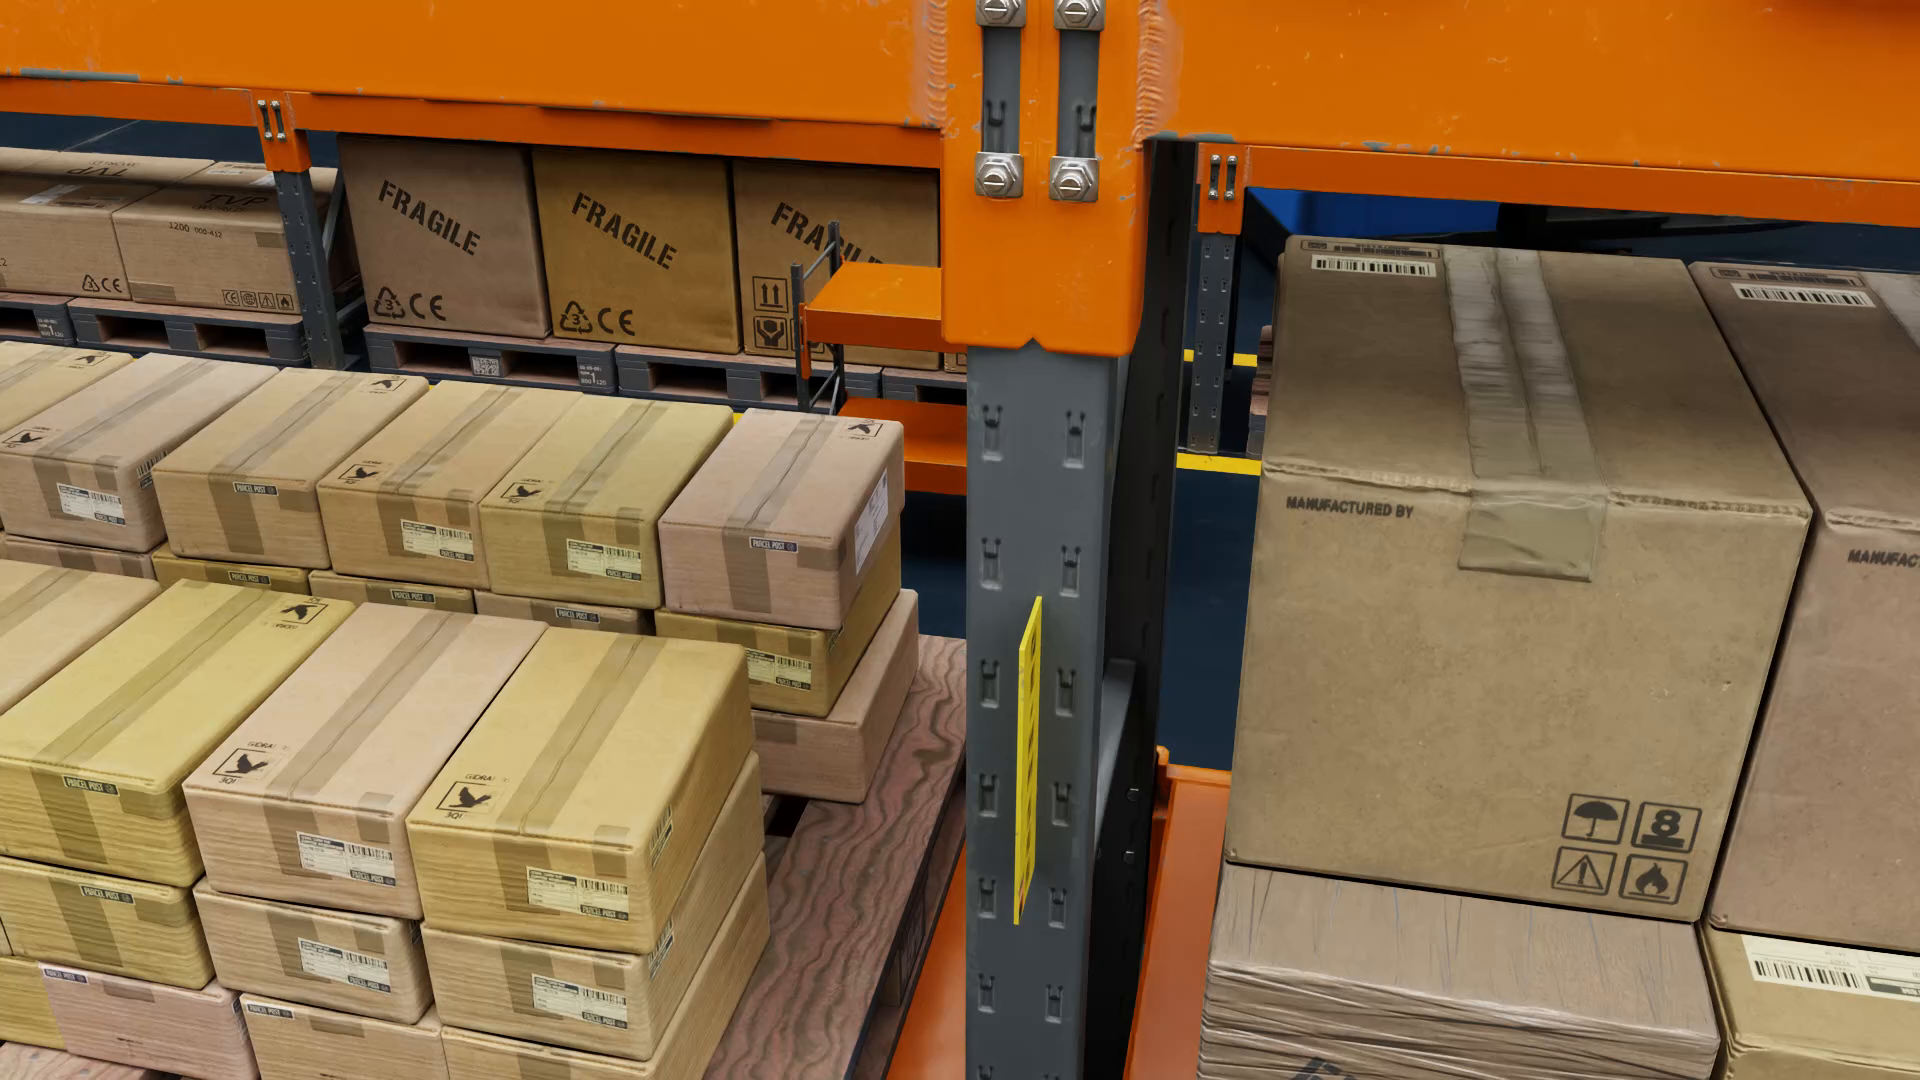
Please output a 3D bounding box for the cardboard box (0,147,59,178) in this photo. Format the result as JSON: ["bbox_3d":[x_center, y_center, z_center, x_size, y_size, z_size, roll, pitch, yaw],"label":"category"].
[{"bbox_3d":[-5.156,-1.657,8.384,0.875,0.438,0.875,7,29,12],"label":"cardboard box"}]

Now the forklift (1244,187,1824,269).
[{"bbox_3d":[3.117,-2.867,8.434,3.031,2.935,1.130,-4,29,-7],"label":"forklift"}]

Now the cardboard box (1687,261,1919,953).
[{"bbox_3d":[1.102,0.051,1.888,0.500,0.500,0.700,5,29,10],"label":"cardboard box"}]

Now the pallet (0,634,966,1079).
[{"bbox_3d":[-0.549,0.496,2.420,1.003,0.211,1.213,6,29,11],"label":"pallet"}]

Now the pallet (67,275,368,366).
[{"bbox_3d":[-3.534,-1.192,8.208,1.213,0.211,1.003,6,29,11],"label":"pallet"}]

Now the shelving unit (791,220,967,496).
[{"bbox_3d":[-0.007,-0.494,5.981,1.048,1.125,0.538,6,29,11],"label":"shelving unit"}]

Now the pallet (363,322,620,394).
[{"bbox_3d":[-2.037,-1.037,7.925,1.213,0.211,1.003,6,29,11],"label":"pallet"}]

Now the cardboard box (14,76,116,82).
[{"bbox_3d":[-3.818,-2.322,7.263,0.500,0.500,0.500,5,29,9],"label":"cardboard box"}]

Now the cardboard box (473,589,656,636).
[{"bbox_3d":[-0.527,0.060,2.531,0.250,0.149,0.380,7,30,13],"label":"cardboard box"}]

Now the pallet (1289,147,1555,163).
[{"bbox_3d":[1.824,-1.796,6.606,1.003,0.211,1.213,6,29,11],"label":"pallet"}]

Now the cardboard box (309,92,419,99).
[{"bbox_3d":[-2.432,-2.069,7.061,0.500,0.250,0.500,5,29,9],"label":"cardboard box"}]

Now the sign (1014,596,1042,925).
[{"bbox_3d":[0.066,0.216,1.608,0.005,0.325,0.100,6,29,11],"label":"sign"}]

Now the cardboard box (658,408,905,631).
[{"bbox_3d":[-0.246,-0.039,2.403,0.250,0.149,0.380,6,29,11],"label":"cardboard box"}]

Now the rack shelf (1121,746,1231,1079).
[{"bbox_3d":[2.126,0.950,2.141,4.000,0.370,1.077,6,29,11],"label":"rack shelf"}]

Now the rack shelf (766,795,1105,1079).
[{"bbox_3d":[-1.786,0.549,2.874,4.000,0.370,1.077,6,29,11],"label":"rack shelf"}]

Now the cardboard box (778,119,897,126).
[{"bbox_3d":[-0.436,-1.866,6.691,0.500,0.250,0.500,6,29,10],"label":"cardboard box"}]

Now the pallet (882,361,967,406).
[{"bbox_3d":[0.350,-0.793,7.478,1.213,0.211,1.003,6,29,11],"label":"pallet"}]

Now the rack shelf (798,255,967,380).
[{"bbox_3d":[-0.007,-0.751,5.841,1.000,0.278,0.538,6,29,11],"label":"rack shelf"}]

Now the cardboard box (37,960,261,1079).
[{"bbox_3d":[-0.903,0.475,2.084,0.250,0.149,0.380,6,29,11],"label":"cardboard box"}]

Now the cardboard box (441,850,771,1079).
[{"bbox_3d":[-0.408,0.526,1.990,0.250,0.149,0.380,6,29,11],"label":"cardboard box"}]

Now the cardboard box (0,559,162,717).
[{"bbox_3d":[-1.168,0.187,1.989,0.250,0.149,0.380,7,29,12],"label":"cardboard box"}]

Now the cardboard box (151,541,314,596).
[{"bbox_3d":[-1.035,0.010,2.623,0.250,0.149,0.380,6,29,11],"label":"cardboard box"}]

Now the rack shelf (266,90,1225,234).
[{"bbox_3d":[-0.851,-1.786,7.138,4.000,0.370,1.077,6,29,11],"label":"rack shelf"}]

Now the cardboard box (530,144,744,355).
[{"bbox_3d":[-1.299,-1.443,7.538,0.875,0.875,0.875,7,29,12],"label":"cardboard box"}]

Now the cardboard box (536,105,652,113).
[{"bbox_3d":[-1.428,-1.958,6.860,0.500,0.250,0.500,6,29,10],"label":"cardboard box"}]

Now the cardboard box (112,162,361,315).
[{"bbox_3d":[-3.399,-1.476,8.053,0.875,0.438,0.875,5,29,10],"label":"cardboard box"}]

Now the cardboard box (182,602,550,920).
[{"bbox_3d":[-0.650,0.238,1.896,0.250,0.149,0.380,6,29,10],"label":"cardboard box"}]

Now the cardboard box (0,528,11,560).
[{"bbox_3d":[-1.520,-0.042,2.718,0.250,0.149,0.380,6,29,10],"label":"cardboard box"}]

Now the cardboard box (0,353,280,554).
[{"bbox_3d":[-1.268,-0.144,2.595,0.250,0.149,0.380,7,30,13],"label":"cardboard box"}]

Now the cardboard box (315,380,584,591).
[{"bbox_3d":[-0.744,-0.091,2.498,0.250,0.149,0.380,6,29,10],"label":"cardboard box"}]

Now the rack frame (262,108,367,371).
[{"bbox_3d":[-2.807,-2.302,7.332,0.127,3.000,1.000,6,29,11],"label":"rack frame"}]

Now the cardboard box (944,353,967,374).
[{"bbox_3d":[0.447,-1.262,7.206,0.875,0.875,0.875,6,29,10],"label":"cardboard box"}]

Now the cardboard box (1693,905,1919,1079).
[{"bbox_3d":[1.050,0.611,1.906,0.500,0.500,0.500,6,29,10],"label":"cardboard box"}]

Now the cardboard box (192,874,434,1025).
[{"bbox_3d":[-0.670,0.367,1.970,0.250,0.149,0.380,7,29,12],"label":"cardboard box"}]

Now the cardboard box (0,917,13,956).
[{"bbox_3d":[-1.172,0.317,2.062,0.250,0.149,0.380,6,29,11],"label":"cardboard box"}]
